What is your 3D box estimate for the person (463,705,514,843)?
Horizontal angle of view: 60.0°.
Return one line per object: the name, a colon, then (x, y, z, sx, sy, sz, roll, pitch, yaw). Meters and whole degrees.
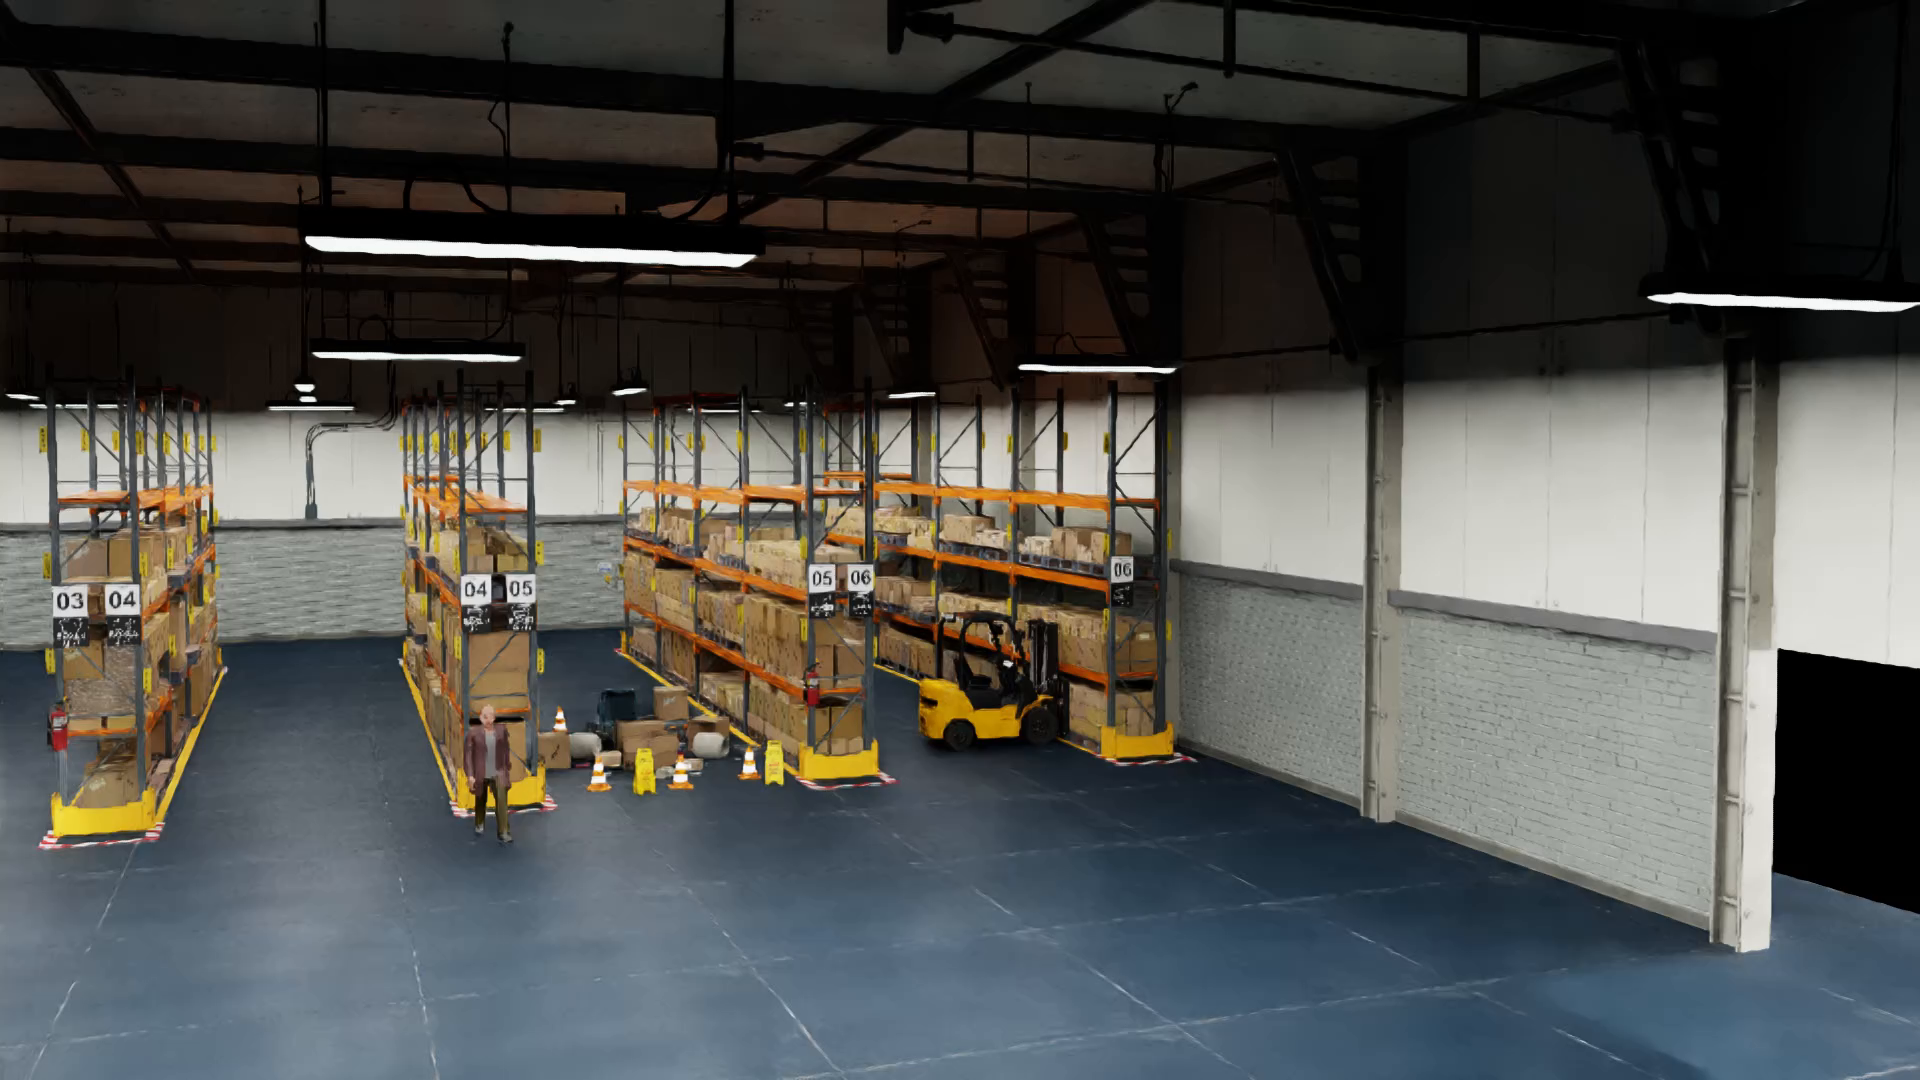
person: (-5.910, 2.910, 20.843, 0.601, 1.696, 1.184, -1, 4, -22)
